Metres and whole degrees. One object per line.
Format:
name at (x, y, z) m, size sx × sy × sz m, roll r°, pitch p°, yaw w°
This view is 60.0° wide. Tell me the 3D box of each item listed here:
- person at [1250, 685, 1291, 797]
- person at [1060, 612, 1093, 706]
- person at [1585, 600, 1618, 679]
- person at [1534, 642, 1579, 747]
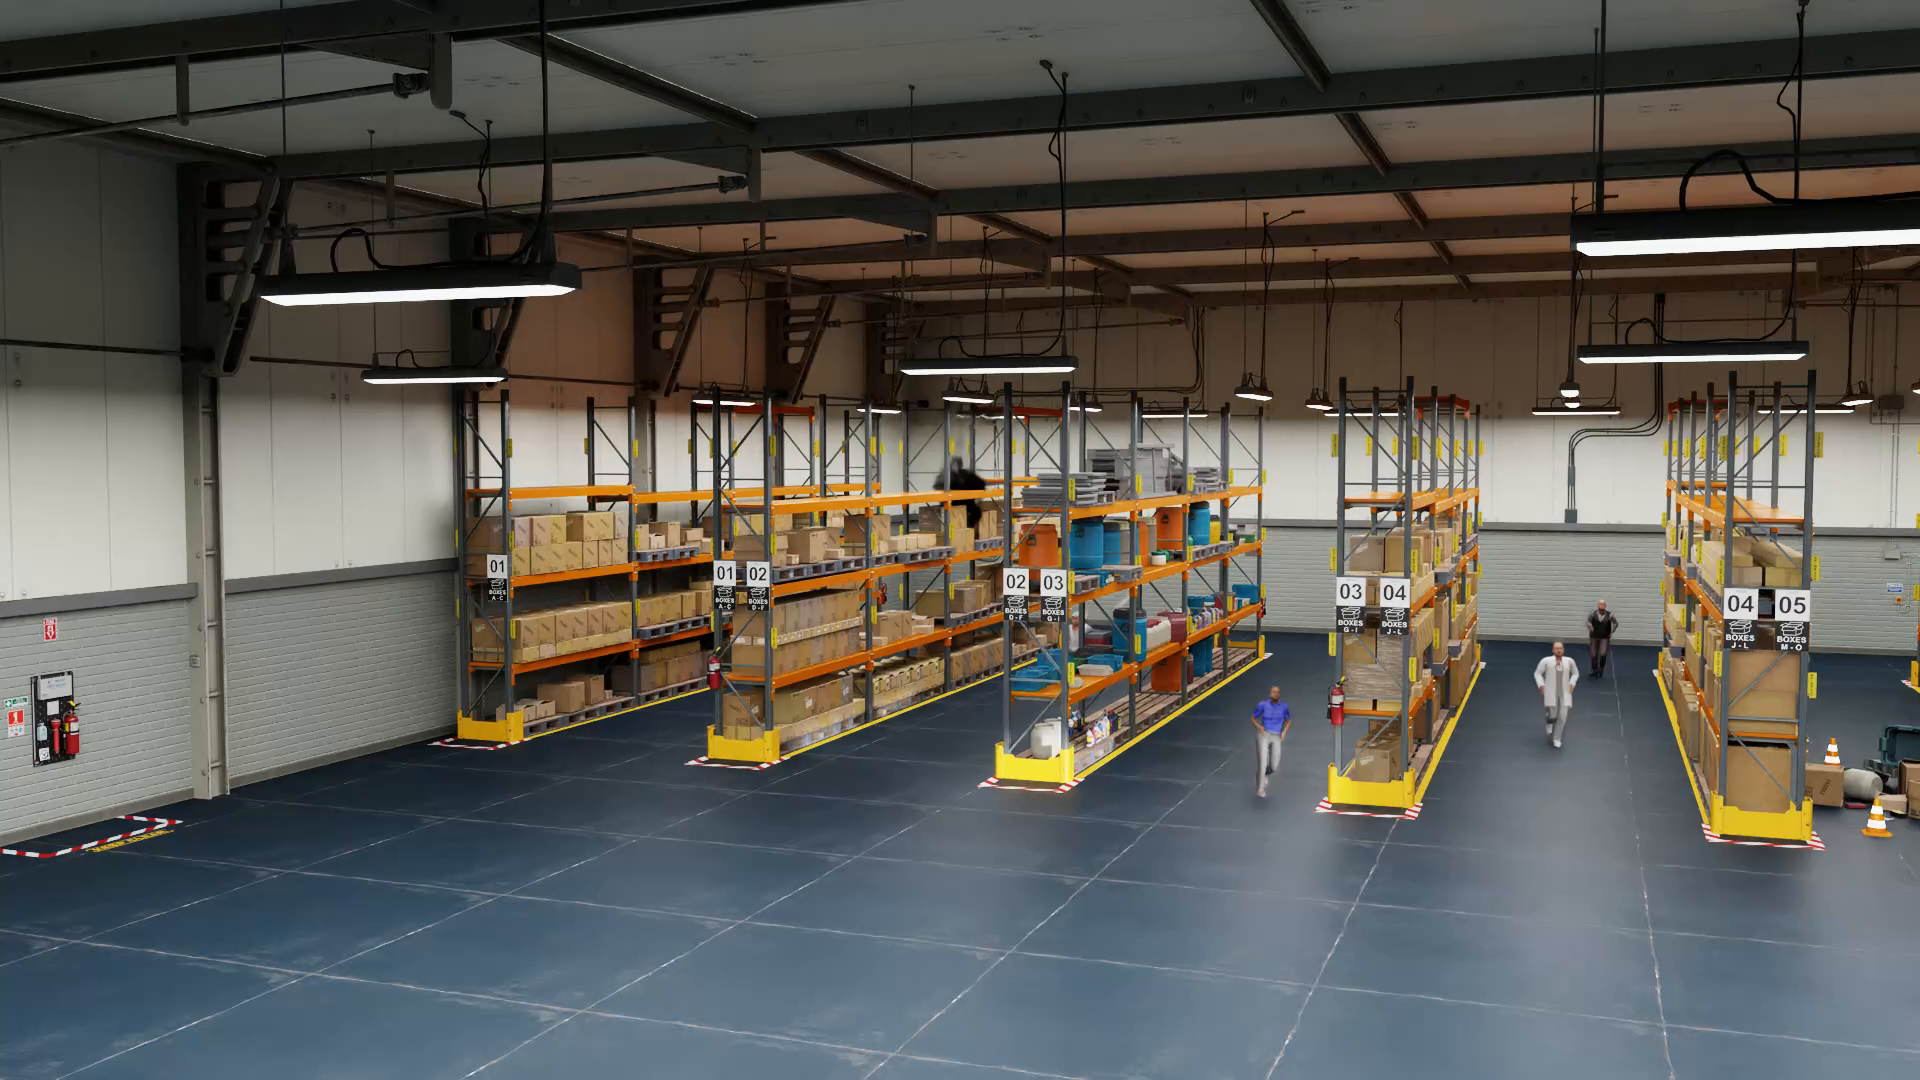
person at (4.500, 2.892, 24.039) m, size 0.601 × 1.609 × 0.602 m, roll 0°, pitch 3°, yaw 1°
person at (2.314, 2.300, 32.816) m, size 0.687 × 1.799 × 1.033 m, roll 1°, pitch 3°, yaw 16°
person at (13.925, 2.161, 36.160) m, size 0.662 × 1.717 × 0.633 m, roll 2°, pitch 4°, yaw 29°
person at (10.109, 2.604, 28.141) m, size 0.724 × 1.752 × 0.583 m, roll 1°, pitch 3°, yaw 9°
